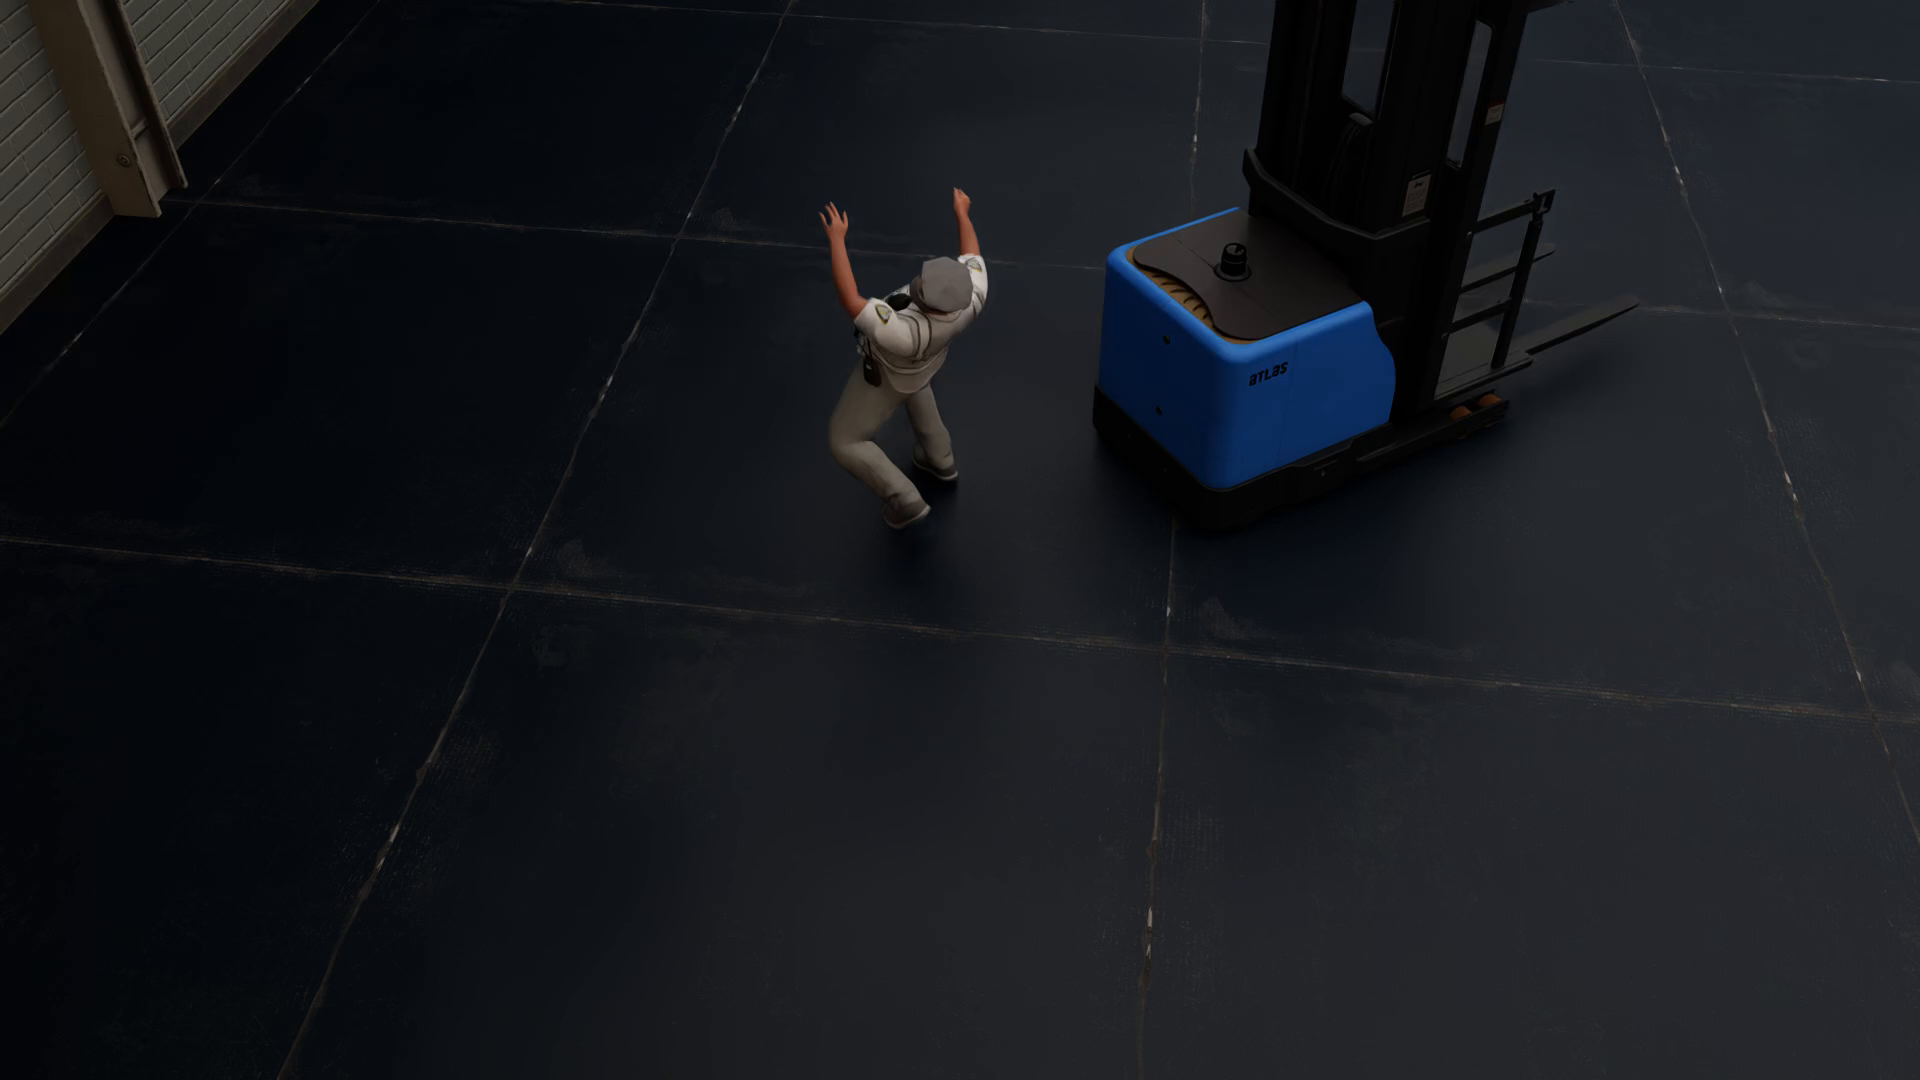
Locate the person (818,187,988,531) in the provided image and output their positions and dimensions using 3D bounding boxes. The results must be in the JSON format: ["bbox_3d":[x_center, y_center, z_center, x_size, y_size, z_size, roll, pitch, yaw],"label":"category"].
[{"bbox_3d":[-0.107,-0.902,7.680,0.737,1.594,1.072,22,47,23],"label":"person"}]

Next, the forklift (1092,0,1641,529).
[{"bbox_3d":[2.203,-1.877,7.767,3.031,2.935,1.130,-22,47,-22],"label":"forklift"}]
